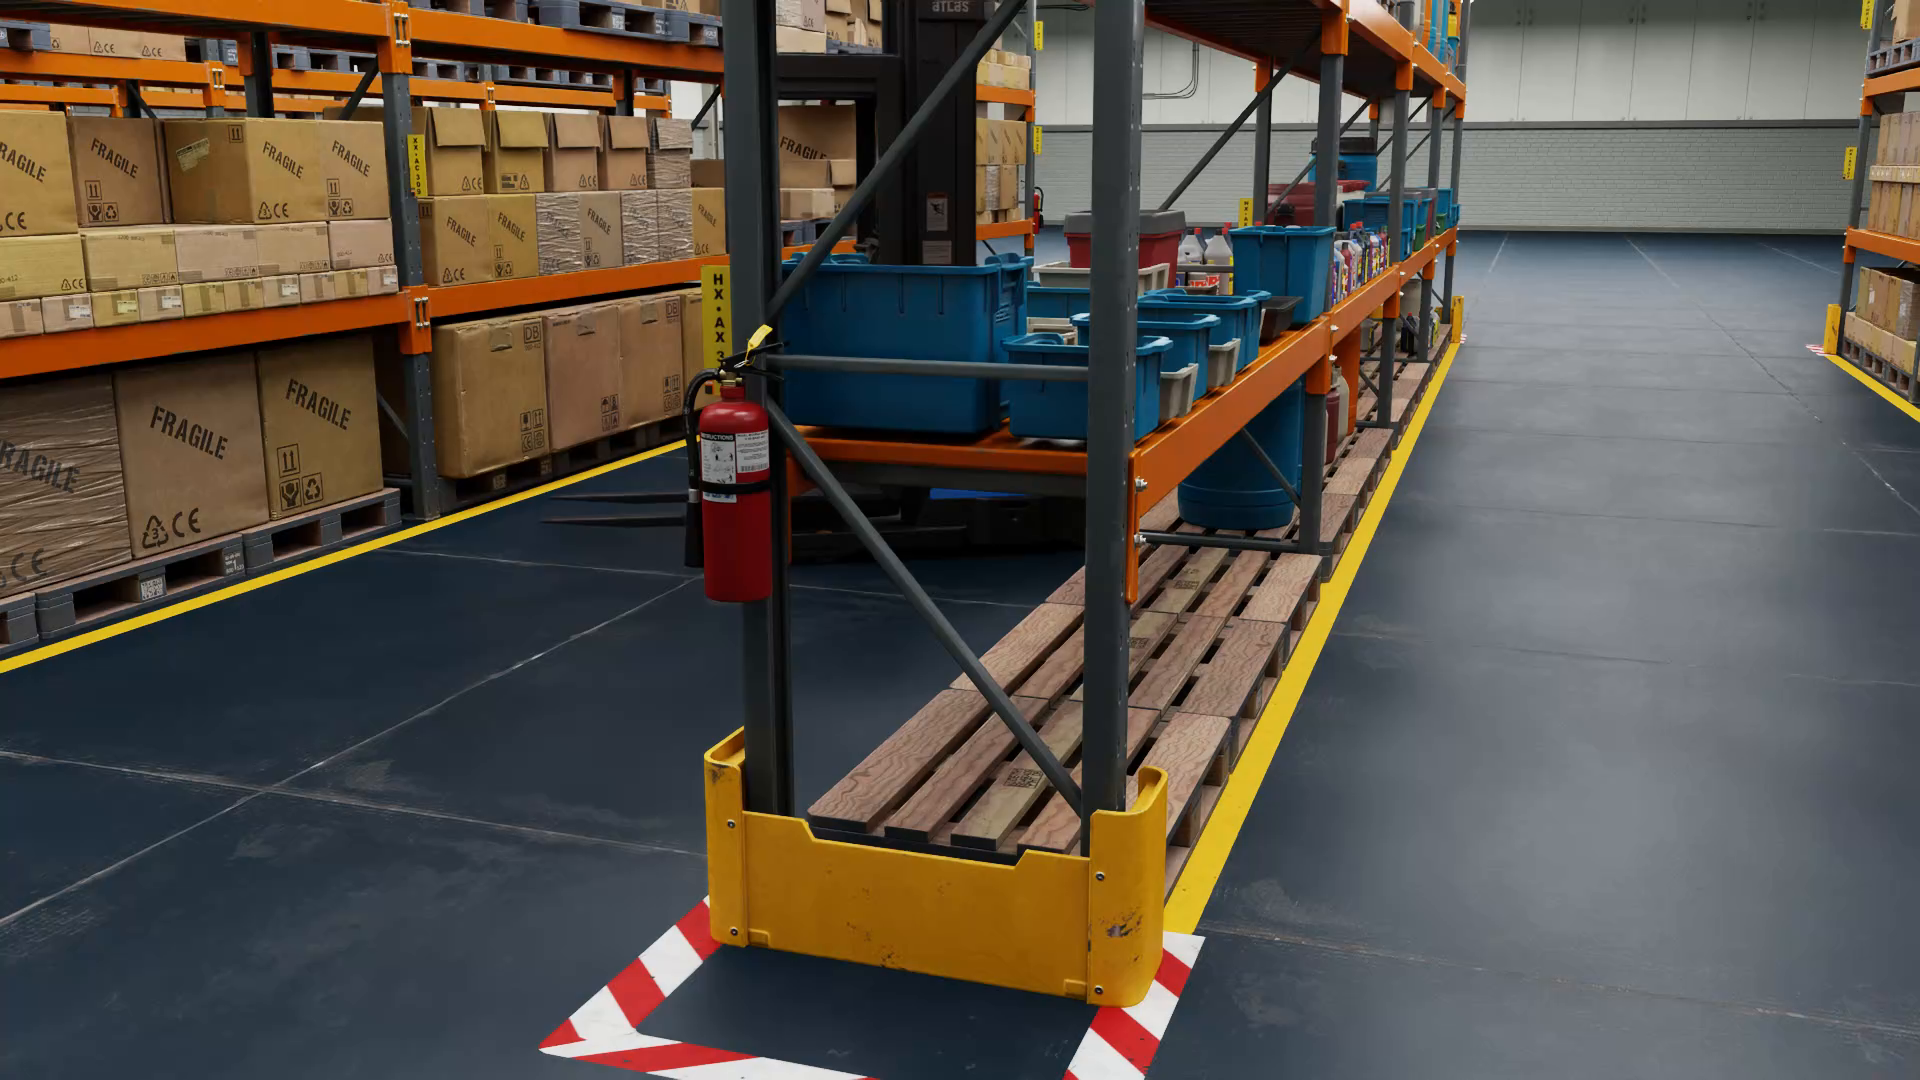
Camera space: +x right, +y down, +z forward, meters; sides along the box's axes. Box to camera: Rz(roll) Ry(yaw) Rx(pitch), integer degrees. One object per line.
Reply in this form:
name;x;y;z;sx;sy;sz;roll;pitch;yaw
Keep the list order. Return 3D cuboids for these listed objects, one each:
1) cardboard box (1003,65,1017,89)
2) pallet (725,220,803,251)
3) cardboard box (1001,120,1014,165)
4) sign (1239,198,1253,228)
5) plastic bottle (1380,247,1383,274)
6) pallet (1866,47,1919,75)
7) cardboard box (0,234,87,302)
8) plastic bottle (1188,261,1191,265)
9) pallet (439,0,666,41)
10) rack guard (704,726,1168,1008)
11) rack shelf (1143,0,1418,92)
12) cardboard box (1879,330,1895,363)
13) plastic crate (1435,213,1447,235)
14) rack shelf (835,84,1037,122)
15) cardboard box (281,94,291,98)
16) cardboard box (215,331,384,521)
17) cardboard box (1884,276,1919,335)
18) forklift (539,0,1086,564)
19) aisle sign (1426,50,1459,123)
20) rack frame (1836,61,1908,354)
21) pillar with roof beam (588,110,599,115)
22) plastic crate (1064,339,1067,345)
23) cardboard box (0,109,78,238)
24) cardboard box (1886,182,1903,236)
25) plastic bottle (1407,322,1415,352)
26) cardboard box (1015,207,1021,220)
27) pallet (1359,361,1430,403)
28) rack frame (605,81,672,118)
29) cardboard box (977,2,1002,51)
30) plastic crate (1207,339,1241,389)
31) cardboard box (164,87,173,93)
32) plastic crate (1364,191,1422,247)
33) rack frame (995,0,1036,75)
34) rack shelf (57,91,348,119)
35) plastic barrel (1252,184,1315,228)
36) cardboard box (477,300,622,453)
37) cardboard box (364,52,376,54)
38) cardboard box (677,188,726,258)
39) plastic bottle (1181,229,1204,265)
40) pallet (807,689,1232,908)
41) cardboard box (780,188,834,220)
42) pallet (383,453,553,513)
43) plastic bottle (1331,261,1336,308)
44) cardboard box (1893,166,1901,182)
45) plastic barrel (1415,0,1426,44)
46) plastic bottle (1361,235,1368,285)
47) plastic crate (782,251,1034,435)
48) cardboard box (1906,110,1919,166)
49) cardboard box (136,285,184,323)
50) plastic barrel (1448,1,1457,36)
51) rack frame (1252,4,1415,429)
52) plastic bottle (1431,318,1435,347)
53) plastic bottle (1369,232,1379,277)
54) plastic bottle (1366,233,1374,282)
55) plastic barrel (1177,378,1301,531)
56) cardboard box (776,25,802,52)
cardboard box;0.341;-5.299;19.060;0.500;0.250;0.500;4;14;19
pallet;-2.043;-2.515;13.696;1.213;0.211;1.003;4;14;18
cardboard box;0.315;-4.577;19.160;0.500;0.500;0.500;4;14;18
sign;1.990;-2.212;11.570;0.100;0.325;0.005;4;14;18
plastic bottle;2.625;-1.789;10.532;0.097;0.201;0.097;0;13;0
pallet;9.534;-4.693;16.267;1.003;0.211;1.213;4;14;18
cardboard box;-4.023;-1.135;6.889;0.500;0.250;0.500;4;13;17
plastic bottle;1.153;-1.311;8.438;0.097;0.201;0.097;0;13;0
pallet;-2.690;-3.446;11.028;1.003;0.211;1.213;5;14;21
rack guard;-0.071;0.815;4.293;1.175;0.500;0.348;4;14;18
rack shelf;1.866;-2.785;9.323;1.077;0.370;4.000;4;14;18
cardboard box;8.755;-1.767;15.225;0.500;0.250;0.500;4;14;18
plastic crate;4.514;-3.098;16.298;0.450;0.188;0.662;4;14;18
rack shelf;-0.232;-4.826;18.265;1.077;0.370;4.000;4;14;18
cardboard box;-9.125;-5.936;22.079;0.380;0.149;0.250;4;14;19
cardboard box;-3.757;-0.644;8.900;0.875;0.875;0.875;4;14;18
cardboard box;8.767;-2.132;15.138;0.500;0.500;0.500;4;14;18
forklift;-0.681;-1.431;8.672;3.031;2.935;1.130;-2;13;-9
aisle sign;5.406;-5.040;18.485;0.394;0.787;0.004;4;14;18
rack frame;9.787;-3.421;17.235;1.000;3.000;0.127;4;14;18
pillar with roof beam;-4.840;-11.528;39.273;9.100;9.000;0.400;4;14;18
plastic crate;0.125;-0.555;5.136;0.396;0.136;0.243;4;14;18
cardboard box;-4.027;-1.500;6.803;0.500;0.500;0.500;4;13;17
cardboard box;9.293;-3.157;15.855;0.700;0.500;0.500;4;14;19
plastic bottle;4.303;-1.939;15.860;0.061;0.283;0.133;4;14;18
cardboard box;0.518;-3.938;20.063;0.380;0.149;0.250;4;14;18
pallet;3.590;-1.409;14.685;1.003;0.211;1.213;4;14;18
rack frame;-4.245;-4.513;22.021;1.000;3.000;0.127;4;14;18
cardboard box;0.153;-5.690;18.420;0.500;0.500;0.500;4;14;18
plastic crate;0.718;-0.543;5.083;0.250;0.136;0.298;4;14;18
cardboard box;-9.810;-5.505;20.191;0.380;0.149;0.250;4;14;18
plastic crate;3.326;-2.443;12.808;0.402;0.464;0.583;4;14;18
rack frame;0.415;-7.060;19.696;1.000;3.000;0.127;4;14;18
rack shelf;-9.609;-5.539;21.391;1.077;0.370;4.000;4;14;18
plastic barrel;2.377;-2.280;11.930;0.600;0.536;0.708;4;14;18
cardboard box;-2.991;-1.102;10.905;1.225;0.875;0.875;4;13;16
cardboard box;-5.731;-5.038;16.748;0.500;0.250;0.500;4;14;18
cardboard box;-2.098;-2.378;12.439;0.500;0.500;0.500;5;14;20
plastic bottle;1.207;-1.445;8.688;0.144;0.351;0.185;4;14;18
pallet;0.228;0.779;5.100;1.003;0.211;1.213;4;14;18
cardboard box;-1.413;-2.919;14.427;0.500;0.250;0.500;4;13;17
pallet;-3.289;-0.417;10.340;1.003;0.211;1.213;4;14;18
plastic bottle;1.785;-1.269;8.071;0.061;0.283;0.133;4;14;18
cardboard box;9.042;-3.448;15.669;0.380;0.149;0.250;4;14;18
plastic barrel;2.984;-3.958;11.721;0.600;0.901;0.600;0;13;0
plastic bottle;2.313;-1.614;9.579;0.061;0.283;0.133;4;14;18
plastic crate;-0.144;-0.540;4.399;0.616;0.435;0.499;4;14;18
cardboard box;9.118;-3.671;15.190;0.700;0.500;0.500;4;14;18
cardboard box;-3.755;-1.074;7.517;0.380;0.149;0.250;5;14;19
plastic barrel;4.853;-5.288;17.308;0.600;0.588;0.600;0;13;0
rack frame;2.513;-2.094;11.421;1.000;3.000;0.127;4;14;18
plastic bottle;4.615;-2.038;16.292;0.061;0.283;0.133;5;14;21
plastic bottle;2.531;-1.762;10.255;0.097;0.271;0.097;0;13;0
plastic bottle;2.416;-1.681;9.872;0.061;0.283;0.133;4;14;18
plastic barrel;1.411;-0.547;8.415;0.600;0.901;0.708;4;14;18
cardboard box;-1.614;-4.029;13.493;0.500;0.250;0.500;5;14;20
